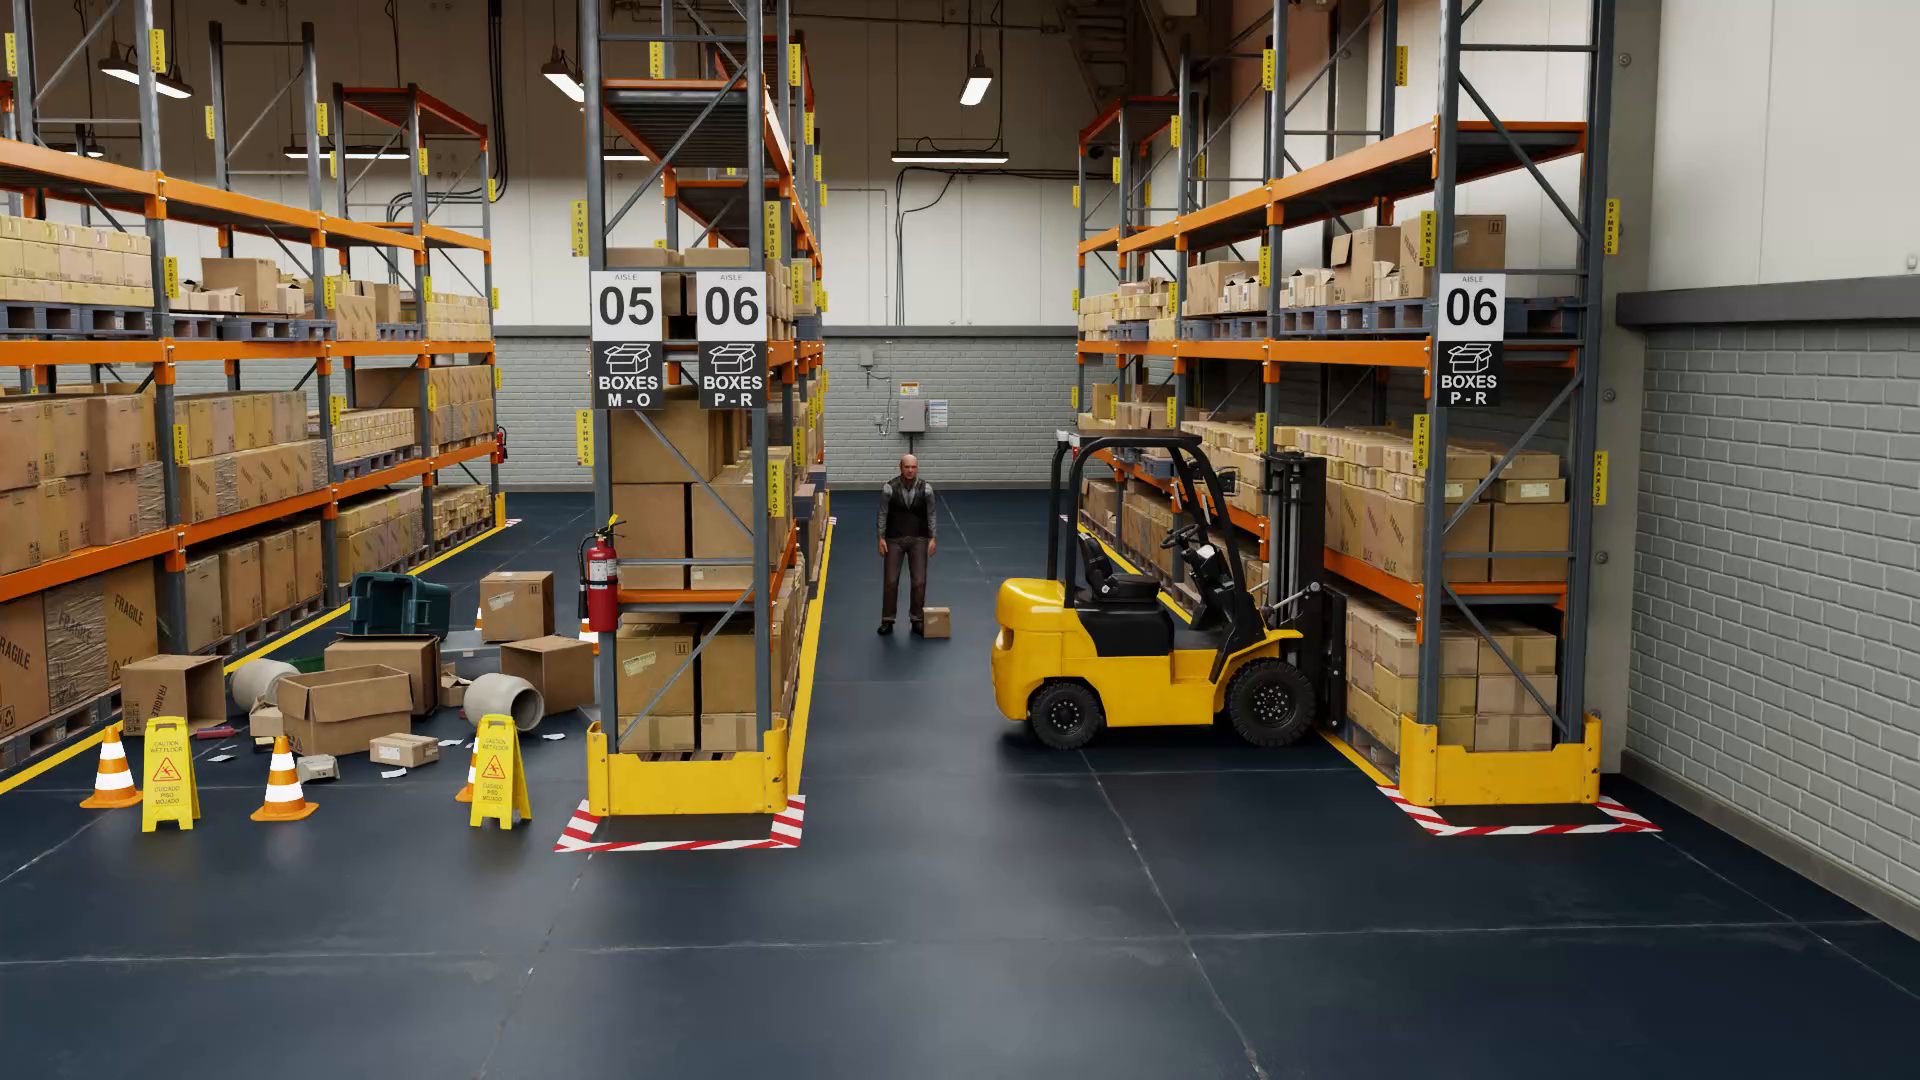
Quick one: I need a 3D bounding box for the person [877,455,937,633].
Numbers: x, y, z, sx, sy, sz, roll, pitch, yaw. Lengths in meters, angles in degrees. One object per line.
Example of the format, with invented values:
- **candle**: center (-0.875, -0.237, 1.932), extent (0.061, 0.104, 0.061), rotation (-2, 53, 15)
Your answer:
- **person**: center (-0.517, 0.028, 16.101), extent (0.594, 1.722, 0.412), rotation (-1, 7, -7)
